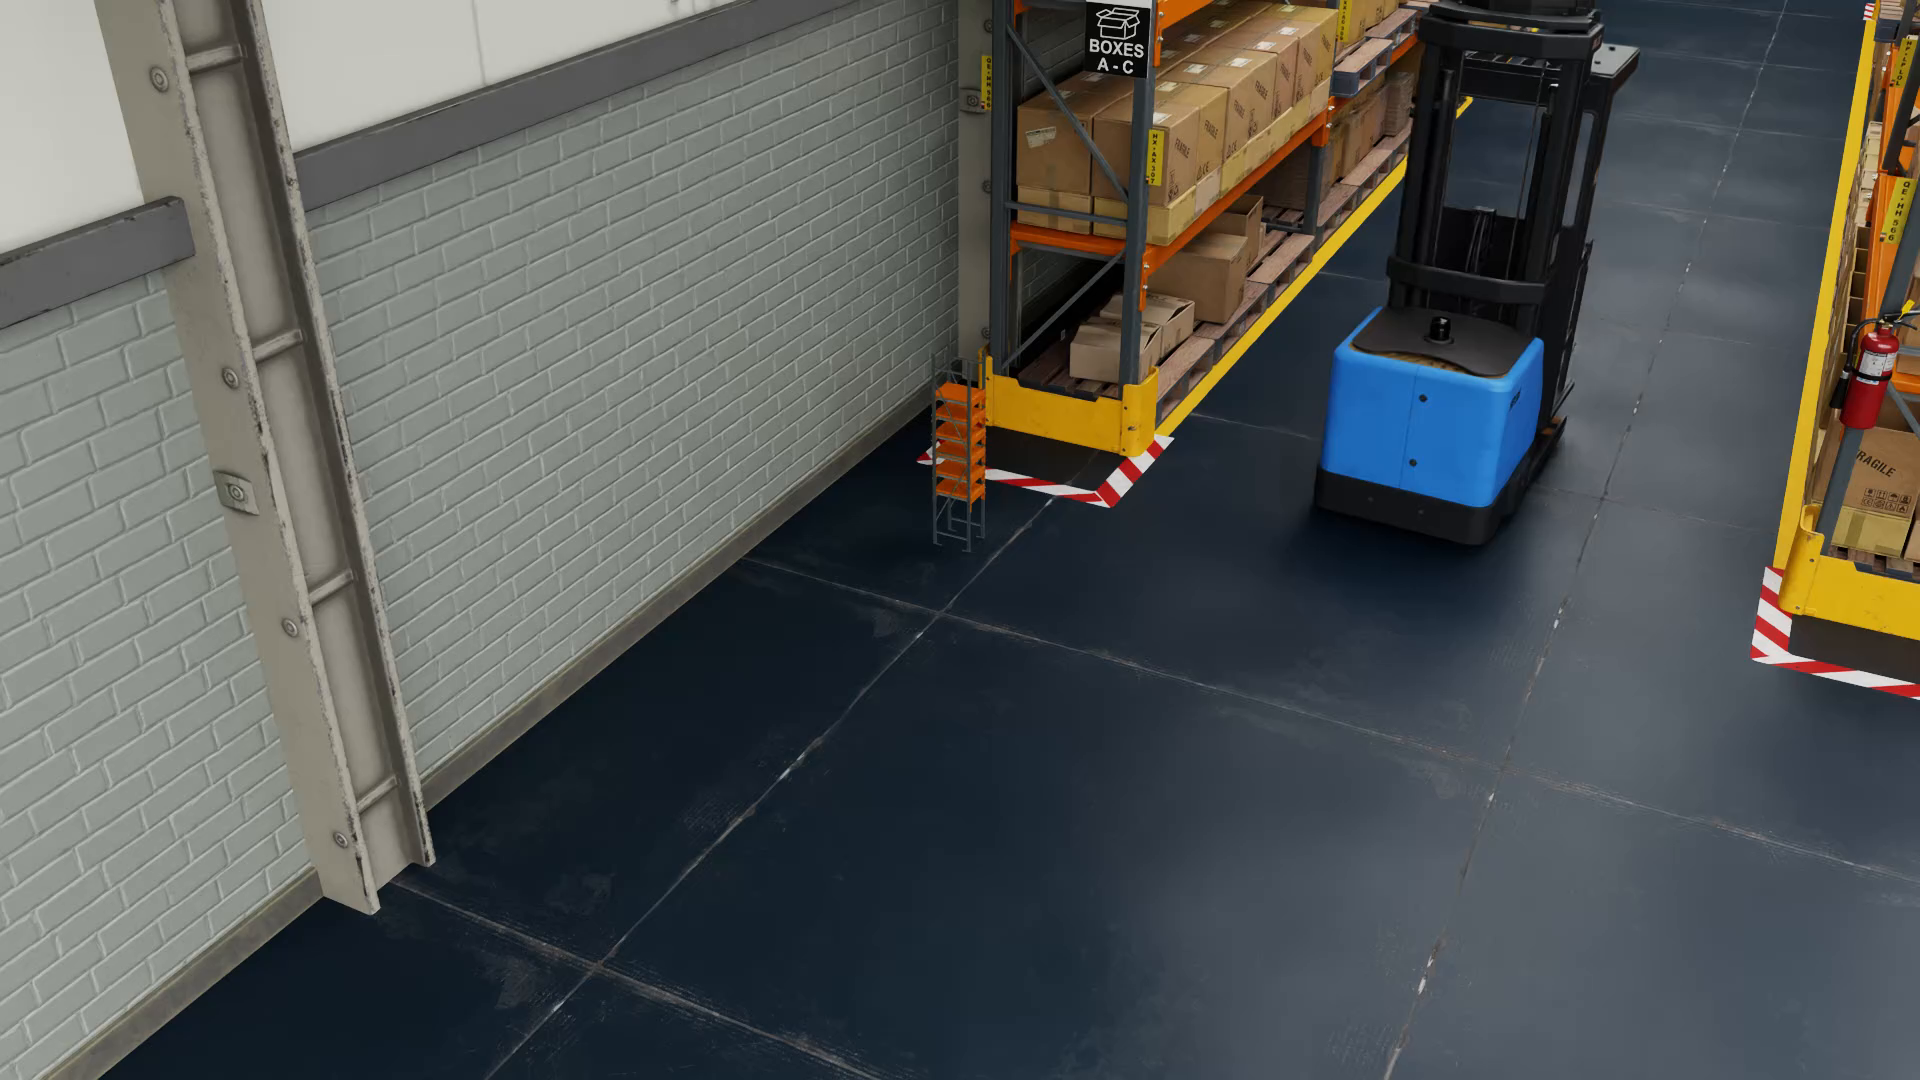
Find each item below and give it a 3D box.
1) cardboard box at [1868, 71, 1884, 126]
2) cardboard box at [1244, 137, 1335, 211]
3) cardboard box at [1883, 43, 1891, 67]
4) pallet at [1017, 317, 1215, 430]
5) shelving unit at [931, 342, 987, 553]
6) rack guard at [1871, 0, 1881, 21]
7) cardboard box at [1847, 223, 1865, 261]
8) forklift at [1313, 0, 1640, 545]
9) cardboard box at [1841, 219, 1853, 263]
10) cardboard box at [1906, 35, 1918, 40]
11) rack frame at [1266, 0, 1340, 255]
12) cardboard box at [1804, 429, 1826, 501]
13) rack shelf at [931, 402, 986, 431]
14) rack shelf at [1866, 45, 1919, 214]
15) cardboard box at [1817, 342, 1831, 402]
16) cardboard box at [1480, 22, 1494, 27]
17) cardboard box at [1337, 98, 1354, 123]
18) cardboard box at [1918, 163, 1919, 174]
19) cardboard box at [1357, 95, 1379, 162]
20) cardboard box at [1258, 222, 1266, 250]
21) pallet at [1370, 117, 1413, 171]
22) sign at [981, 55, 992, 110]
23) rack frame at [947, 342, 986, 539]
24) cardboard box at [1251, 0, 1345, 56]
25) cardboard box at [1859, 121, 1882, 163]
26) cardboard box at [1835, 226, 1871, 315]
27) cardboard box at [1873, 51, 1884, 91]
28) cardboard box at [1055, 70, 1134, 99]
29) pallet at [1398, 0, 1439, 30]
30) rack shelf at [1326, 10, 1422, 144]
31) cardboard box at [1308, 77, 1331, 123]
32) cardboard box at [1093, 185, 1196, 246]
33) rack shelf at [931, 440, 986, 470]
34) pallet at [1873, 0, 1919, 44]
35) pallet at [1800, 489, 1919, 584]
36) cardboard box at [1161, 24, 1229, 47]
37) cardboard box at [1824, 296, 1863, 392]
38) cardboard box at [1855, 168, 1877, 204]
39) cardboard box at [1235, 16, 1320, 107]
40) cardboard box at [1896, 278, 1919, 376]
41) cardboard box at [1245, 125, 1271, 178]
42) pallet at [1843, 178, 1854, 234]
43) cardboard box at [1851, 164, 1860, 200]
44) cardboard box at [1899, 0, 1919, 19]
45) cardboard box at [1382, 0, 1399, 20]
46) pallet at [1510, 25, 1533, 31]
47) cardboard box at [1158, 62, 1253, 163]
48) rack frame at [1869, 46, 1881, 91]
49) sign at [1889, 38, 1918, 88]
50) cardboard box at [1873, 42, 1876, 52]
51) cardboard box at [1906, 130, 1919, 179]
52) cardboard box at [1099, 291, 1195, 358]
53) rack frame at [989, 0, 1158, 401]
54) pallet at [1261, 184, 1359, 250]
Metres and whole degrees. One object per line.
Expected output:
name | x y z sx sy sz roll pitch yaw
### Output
cardboard box | 9.170 -4.225 16.163 0.500 0.500 0.500 13 32 22
cardboard box | 2.804 -3.206 14.390 0.700 0.500 0.500 15 33 25
cardboard box | 9.418 -4.801 16.414 0.500 0.250 0.500 14 33 22
pallet | 1.097 -1.173 11.581 1.003 0.211 1.213 14 33 23
shelving unit | -0.007 -0.514 9.440 0.258 1.200 0.189 14 33 23
rack guard | 12.327 -6.850 21.176 1.175 0.500 0.348 14 33 23
cardboard box | 6.824 -2.125 12.215 0.500 0.311 0.500 14 33 23
forklift | 3.309 -1.940 10.185 1.130 2.935 3.031 16 34 26
cardboard box | 7.290 -2.338 13.148 0.500 0.250 0.500 15 33 24
cardboard box | 8.137 -4.030 13.844 0.500 0.311 0.500 14 33 23
rack frame | 2.483 -3.770 13.302 1.000 3.000 0.127 14 33 23
cardboard box | 5.271 -0.393 9.762 0.500 0.250 0.500 14 33 23
rack shelf | -0.007 -0.683 9.343 0.258 0.103 0.180 14 33 23
rack shelf | 7.806 -3.222 13.071 1.077 0.370 4.000 14 33 23
cardboard box | 5.949 -1.059 10.922 0.500 0.250 0.500 14 33 23
cardboard box | 5.545 -5.854 18.668 0.750 0.750 0.750 15 33 25
cardboard box | 3.235 -3.959 14.948 0.500 0.250 0.500 13 32 22
cardboard box | 5.897 -2.209 9.834 0.380 0.149 0.250 14 33 23
cardboard box | 3.484 -3.890 15.580 0.700 0.500 0.500 14 33 23
cardboard box | 2.266 -2.488 13.473 0.380 0.166 0.250 10 31 17
pallet | 3.948 -3.988 16.482 1.003 0.211 1.213 14 33 23
sign | 0.176 -2.770 10.082 0.100 0.325 0.005 14 33 23
rack frame | 0.035 -0.554 9.511 0.240 1.200 0.006 14 33 23
cardboard box | 2.745 -4.222 13.547 0.700 0.500 0.500 14 33 23
cardboard box | 8.217 -3.488 14.588 0.500 0.311 0.500 15 33 25
cardboard box | 6.405 -1.828 11.507 0.500 0.500 0.500 14 33 23
cardboard box | 9.869 -4.903 17.344 0.500 0.500 0.500 15 33 24
cardboard box | 0.925 -2.743 10.892 0.500 0.500 0.500 15 33 24
pallet | 4.076 -5.120 15.846 1.213 0.211 1.003 14 33 23
rack shelf | 3.394 -4.344 15.025 1.077 0.370 4.000 14 33 23
cardboard box | 2.537 -3.434 12.849 0.500 0.250 0.500 14 33 23
cardboard box | 1.166 -2.084 10.498 0.500 0.250 0.500 13 32 22
rack shelf | -0.007 -0.475 9.462 0.258 0.103 0.180 14 33 23
pallet | 8.963 -4.654 15.035 1.213 0.211 1.003 14 33 23
pallet | 5.384 -0.014 9.561 1.003 0.211 1.213 14 33 23
cardboard box | 1.612 -3.429 12.087 0.500 0.500 0.500 15 33 25
cardboard box | 5.723 -1.162 10.348 0.500 0.500 0.500 14 33 23
cardboard box | 7.517 -2.800 13.389 0.500 0.311 0.500 14 33 23
cardboard box | 2.321 -3.536 12.273 0.500 0.500 0.500 14 33 23
cardboard box | 5.297 -1.122 8.591 0.700 0.500 0.500 14 33 23
cardboard box | 1.859 -2.766 11.685 0.500 0.250 0.500 15 33 24
pallet | 8.307 -2.855 14.510 1.003 0.211 1.213 14 33 23
cardboard box | 7.989 -3.022 14.340 0.500 0.250 0.500 13 32 22
cardboard box | 8.903 -4.951 14.837 0.700 0.500 0.500 4 30 7
cardboard box | 3.552 -5.009 14.918 0.700 0.500 0.500 14 33 23
pallet | 6.544 -6.426 20.729 1.003 0.211 1.213 14 33 23
cardboard box | 1.621 -2.853 11.084 0.500 0.500 0.500 13 32 22
rack frame | 10.539 -6.194 17.524 1.000 3.000 0.127 14 33 23
sign | 6.407 -3.234 11.286 0.100 0.325 0.005 14 33 23
cardboard box | 10.664 -5.645 18.989 0.380 0.149 0.250 14 33 23
cardboard box | 6.698 -2.493 10.978 0.700 0.500 0.500 13 32 22
cardboard box | 1.316 -1.560 11.713 0.500 0.311 0.500 17 34 27
rack frame | 0.661 -1.996 10.214 1.000 3.000 0.127 14 33 23
pallet | 2.837 -2.906 14.598 1.003 0.211 1.213 14 33 23
